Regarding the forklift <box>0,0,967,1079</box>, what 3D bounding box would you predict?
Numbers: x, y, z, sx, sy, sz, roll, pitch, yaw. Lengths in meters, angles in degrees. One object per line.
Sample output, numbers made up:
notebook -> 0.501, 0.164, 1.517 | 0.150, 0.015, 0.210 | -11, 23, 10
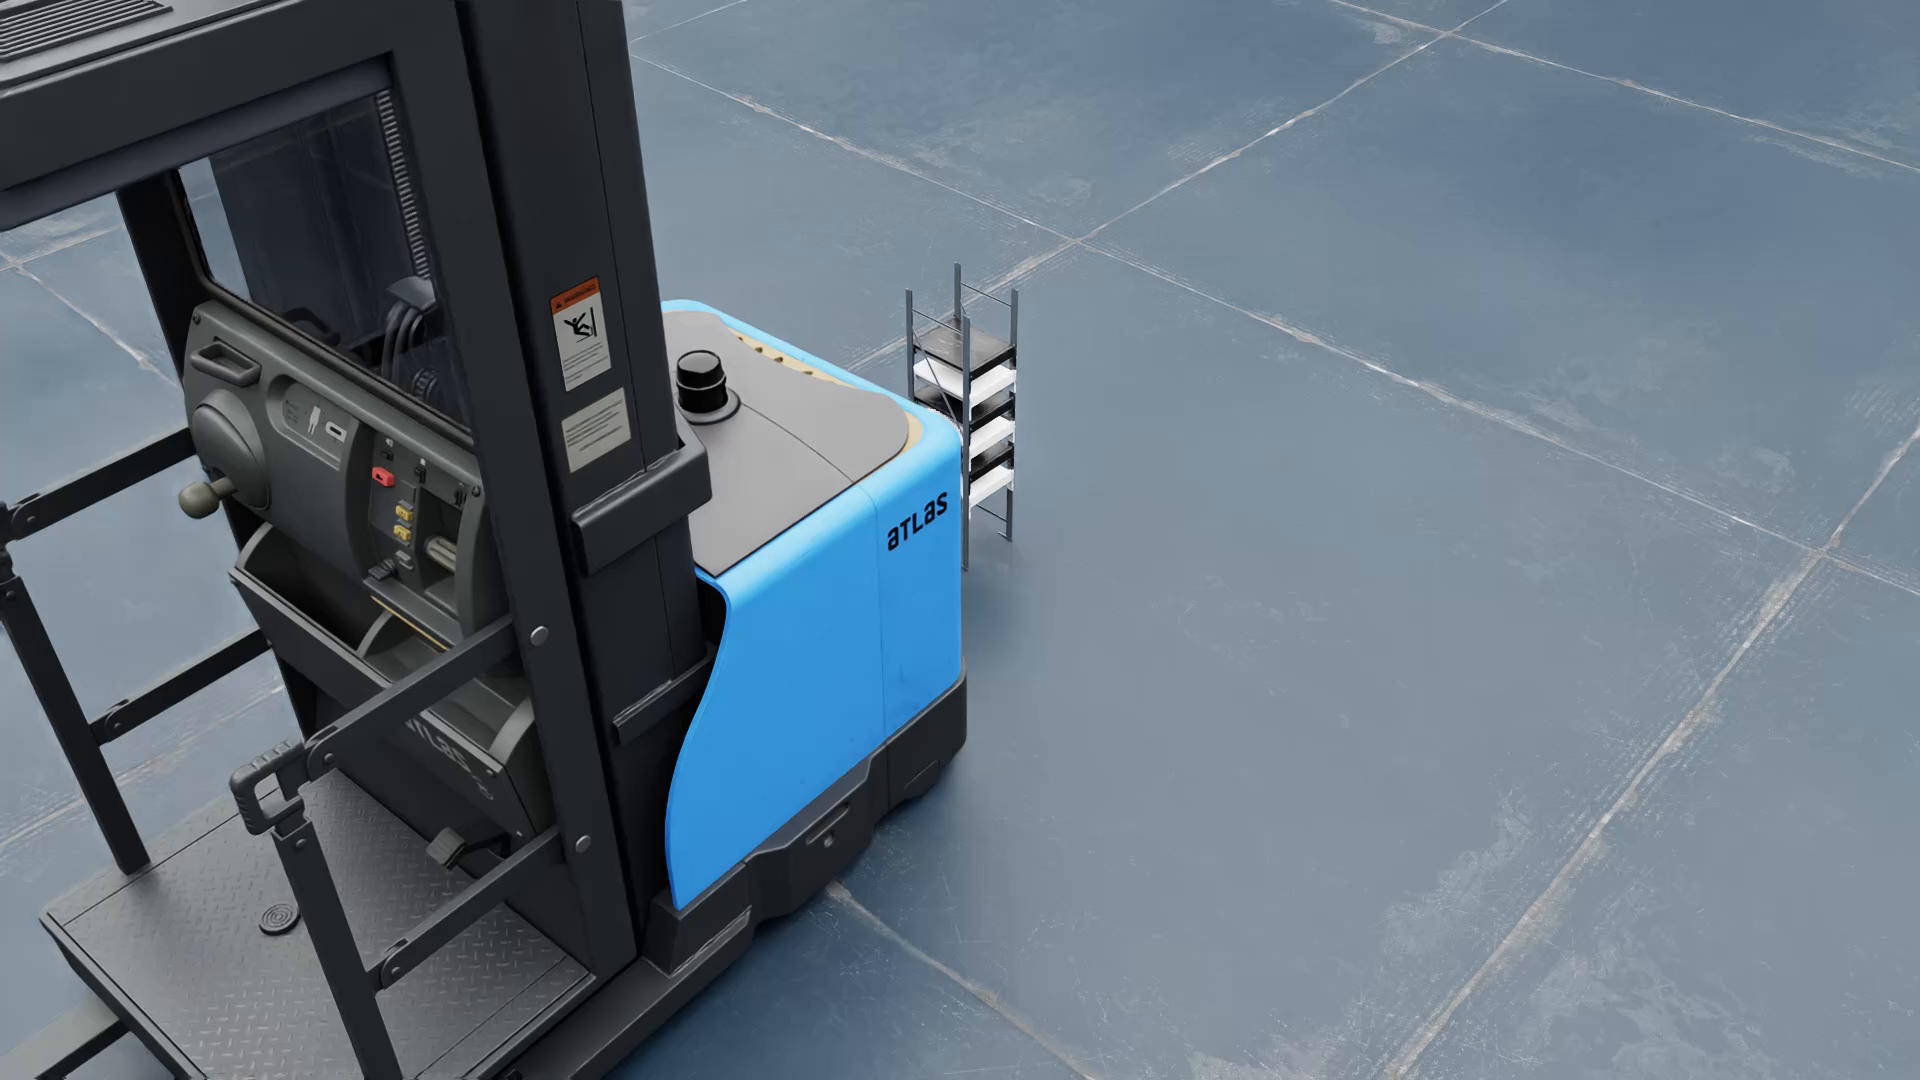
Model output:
forklift -> -1.311, -0.062, 2.973 | 1.130, 2.935, 3.031 | 27, 46, 30

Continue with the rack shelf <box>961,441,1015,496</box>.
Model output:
rack shelf -> 0.005, -0.259, 5.051 | 0.258, 0.077, 0.200 | 30, 47, 32

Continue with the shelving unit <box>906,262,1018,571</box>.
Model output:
shelving unit -> 0.005, -0.356, 4.975 | 0.258, 0.900, 0.210 | 30, 47, 32

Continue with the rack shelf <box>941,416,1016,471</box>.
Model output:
rack shelf -> 0.005, -0.330, 4.995 | 0.258, 0.077, 0.200 | 30, 47, 32

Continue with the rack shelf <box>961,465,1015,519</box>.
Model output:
rack shelf -> 0.005, -0.189, 5.107 | 0.258, 0.077, 0.200 | 30, 47, 32

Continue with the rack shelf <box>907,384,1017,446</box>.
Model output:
rack shelf -> 0.005, -0.400, 4.939 | 0.258, 0.077, 0.200 | 30, 47, 32

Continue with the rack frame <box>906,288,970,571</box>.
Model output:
rack frame -> -0.063, -0.309, 4.916 | 0.240, 0.900, 0.006 | 30, 47, 32

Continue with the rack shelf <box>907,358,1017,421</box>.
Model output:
rack shelf -> 0.005, -0.471, 4.883 | 0.258, 0.077, 0.200 | 30, 47, 32

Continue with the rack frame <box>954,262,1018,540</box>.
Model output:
rack frame -> 0.074, -0.403, 5.033 | 0.240, 0.900, 0.006 | 30, 47, 32

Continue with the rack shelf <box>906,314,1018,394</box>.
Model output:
rack shelf -> 0.005, -0.541, 4.827 | 0.258, 0.077, 0.200 | 30, 47, 32
